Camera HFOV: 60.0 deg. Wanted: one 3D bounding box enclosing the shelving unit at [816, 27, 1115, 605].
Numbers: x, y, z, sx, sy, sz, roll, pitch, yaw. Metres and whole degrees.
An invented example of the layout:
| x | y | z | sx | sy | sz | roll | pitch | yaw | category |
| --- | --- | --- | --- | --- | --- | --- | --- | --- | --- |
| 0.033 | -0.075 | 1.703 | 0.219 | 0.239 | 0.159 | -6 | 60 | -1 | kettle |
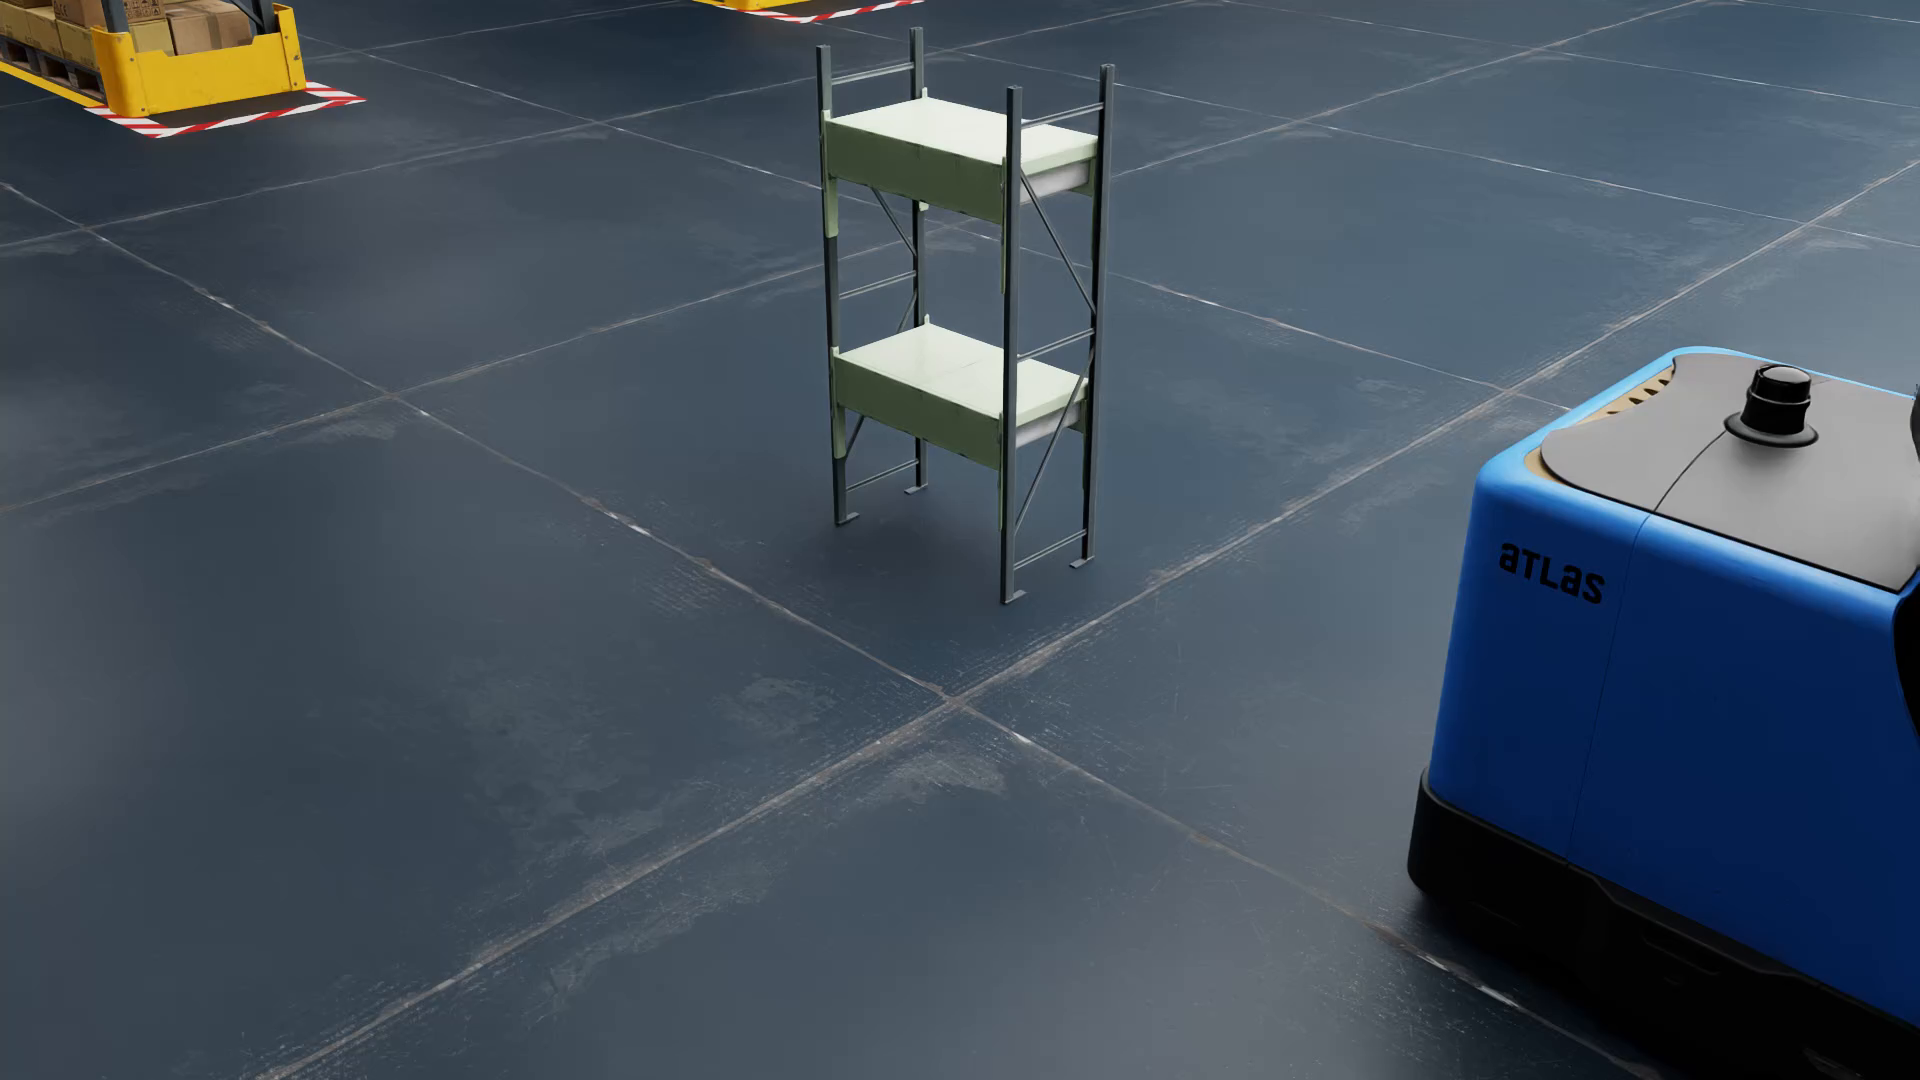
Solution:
| x | y | z | sx | sy | sz | roll | pitch | yaw | category |
| --- | --- | --- | --- | --- | --- | --- | --- | --- | --- |
| 0.005 | -0.662 | 4.897 | 0.755 | 1.500 | 0.431 | 25 | 36 | 38 | shelving unit |

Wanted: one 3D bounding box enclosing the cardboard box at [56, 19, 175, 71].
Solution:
| x | y | z | sx | sy | sz | roll | pitch | yaw | category |
| --- | --- | --- | --- | --- | --- | --- | --- | --- | --- |
| -5.384 | -3.196 | 10.609 | 0.500 | 0.250 | 0.500 | 25 | 36 | 38 | cardboard box |

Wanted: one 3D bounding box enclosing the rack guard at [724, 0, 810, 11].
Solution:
| x | y | z | sx | sy | sz | roll | pitch | yaw | category |
| --- | --- | --- | --- | --- | --- | --- | --- | --- | --- |
| -1.406 | -4.696 | 13.644 | 0.348 | 0.500 | 1.175 | 25 | 36 | 38 | rack guard |

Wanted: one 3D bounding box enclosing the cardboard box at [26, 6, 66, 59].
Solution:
| x | y | z | sx | sy | sz | roll | pitch | yaw | category |
| --- | --- | --- | --- | --- | --- | --- | --- | --- | --- |
| -5.749 | -3.356 | 10.912 | 0.500 | 0.250 | 0.500 | 25 | 36 | 38 | cardboard box |

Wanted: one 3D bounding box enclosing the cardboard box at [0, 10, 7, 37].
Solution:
| x | y | z | sx | sy | sz | roll | pitch | yaw | category |
| --- | --- | --- | --- | --- | --- | --- | --- | --- | --- |
| -6.462 | -3.682 | 11.532 | 0.500 | 0.250 | 0.500 | 25 | 36 | 38 | cardboard box |

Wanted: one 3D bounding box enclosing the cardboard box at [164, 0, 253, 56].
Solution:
| x | y | z | sx | sy | sz | roll | pitch | yaw | category |
| --- | --- | --- | --- | --- | --- | --- | --- | --- | --- |
| -5.021 | -3.368 | 10.936 | 0.500 | 0.250 | 0.500 | 25 | 36 | 38 | cardboard box |

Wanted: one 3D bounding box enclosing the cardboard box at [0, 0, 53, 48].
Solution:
| x | y | z | sx | sy | sz | roll | pitch | yaw | category |
| --- | --- | --- | --- | --- | --- | --- | --- | --- | --- |
| -6.107 | -3.518 | 11.221 | 0.500 | 0.250 | 0.500 | 25 | 36 | 38 | cardboard box |

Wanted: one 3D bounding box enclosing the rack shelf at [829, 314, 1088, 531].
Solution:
| x | y | z | sx | sy | sz | roll | pitch | yaw | category |
| --- | --- | --- | --- | --- | --- | --- | --- | --- | --- |
| 0.005 | -0.373 | 5.049 | 0.720 | 0.370 | 0.431 | 25 | 36 | 38 | rack shelf |

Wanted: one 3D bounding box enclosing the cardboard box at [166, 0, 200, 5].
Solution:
| x | y | z | sx | sy | sz | roll | pitch | yaw | category |
| --- | --- | --- | --- | --- | --- | --- | --- | --- | --- |
| -5.380 | -3.530 | 11.244 | 0.500 | 0.250 | 0.500 | 25 | 36 | 38 | cardboard box |

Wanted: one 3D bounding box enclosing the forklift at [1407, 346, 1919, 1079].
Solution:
| x | y | z | sx | sy | sz | roll | pitch | yaw | category |
| --- | --- | --- | --- | --- | --- | --- | --- | --- | --- |
| 2.395 | -0.171 | 2.425 | 3.031 | 2.935 | 1.130 | 25 | 36 | 38 | forklift |

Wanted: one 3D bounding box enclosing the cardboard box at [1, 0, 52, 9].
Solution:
| x | y | z | sx | sy | sz | roll | pitch | yaw | category |
| --- | --- | --- | --- | --- | --- | --- | --- | --- | --- |
| -6.109 | -3.849 | 11.045 | 0.500 | 0.500 | 0.500 | 25 | 36 | 38 | cardboard box |

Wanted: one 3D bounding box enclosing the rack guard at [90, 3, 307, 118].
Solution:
| x | y | z | sx | sy | sz | roll | pitch | yaw | category |
| --- | --- | --- | --- | --- | --- | --- | --- | --- | --- |
| -4.777 | -3.036 | 10.487 | 0.348 | 0.500 | 1.175 | 25 | 36 | 38 | rack guard |

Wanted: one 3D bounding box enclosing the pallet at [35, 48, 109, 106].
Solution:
| x | y | z | sx | sy | sz | roll | pitch | yaw | category |
| --- | --- | --- | --- | --- | --- | --- | --- | --- | --- |
| -5.369 | -3.152 | 11.018 | 1.213 | 0.211 | 1.003 | 25 | 36 | 38 | pallet |

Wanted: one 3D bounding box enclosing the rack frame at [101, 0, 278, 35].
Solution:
| x | y | z | sx | sy | sz | roll | pitch | yaw | category |
| --- | --- | --- | --- | --- | --- | --- | --- | --- | --- |
| -4.794 | -4.151 | 9.921 | 0.127 | 3.000 | 1.000 | 25 | 36 | 38 | rack frame |

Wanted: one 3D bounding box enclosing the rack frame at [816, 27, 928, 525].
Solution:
| x | y | z | sx | sy | sz | roll | pitch | yaw | category |
| --- | --- | --- | --- | --- | --- | --- | --- | --- | --- |
| -0.256 | -0.781 | 5.124 | 0.023 | 1.500 | 0.400 | 25 | 36 | 38 | rack frame |

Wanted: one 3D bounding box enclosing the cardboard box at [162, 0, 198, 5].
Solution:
| x | y | z | sx | sy | sz | roll | pitch | yaw | category |
| --- | --- | --- | --- | --- | --- | --- | --- | --- | --- |
| -5.379 | -3.863 | 11.071 | 0.500 | 0.500 | 0.500 | 25 | 36 | 38 | cardboard box |

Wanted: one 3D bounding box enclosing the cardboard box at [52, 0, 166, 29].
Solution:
| x | y | z | sx | sy | sz | roll | pitch | yaw | category |
| --- | --- | --- | --- | --- | --- | --- | --- | --- | --- |
| -5.385 | -3.528 | 10.433 | 0.500 | 0.500 | 0.500 | 25 | 36 | 38 | cardboard box |

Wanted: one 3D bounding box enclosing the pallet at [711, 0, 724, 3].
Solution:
| x | y | z | sx | sy | sz | roll | pitch | yaw | category |
| --- | --- | --- | --- | --- | --- | --- | --- | --- | --- |
| -1.982 | -4.835 | 14.219 | 1.213 | 0.211 | 1.003 | 25 | 36 | 38 | pallet |

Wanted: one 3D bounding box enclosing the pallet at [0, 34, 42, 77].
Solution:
| x | y | z | sx | sy | sz | roll | pitch | yaw | category |
| --- | --- | --- | --- | --- | --- | --- | --- | --- | --- |
| -6.235 | -3.550 | 11.775 | 1.213 | 0.211 | 1.003 | 25 | 36 | 38 | pallet |

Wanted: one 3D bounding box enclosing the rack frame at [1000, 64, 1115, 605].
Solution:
| x | y | z | sx | sy | sz | roll | pitch | yaw | category |
| --- | --- | --- | --- | --- | --- | --- | --- | --- | --- |
| 0.266 | -0.542 | 4.670 | 0.023 | 1.500 | 0.400 | 25 | 36 | 38 | rack frame |

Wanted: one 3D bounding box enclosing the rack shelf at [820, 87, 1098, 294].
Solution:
| x | y | z | sx | sy | sz | roll | pitch | yaw | category |
| --- | --- | --- | --- | --- | --- | --- | --- | --- | --- |
| 0.005 | -1.007 | 4.715 | 0.720 | 0.370 | 0.431 | 25 | 36 | 38 | rack shelf |
